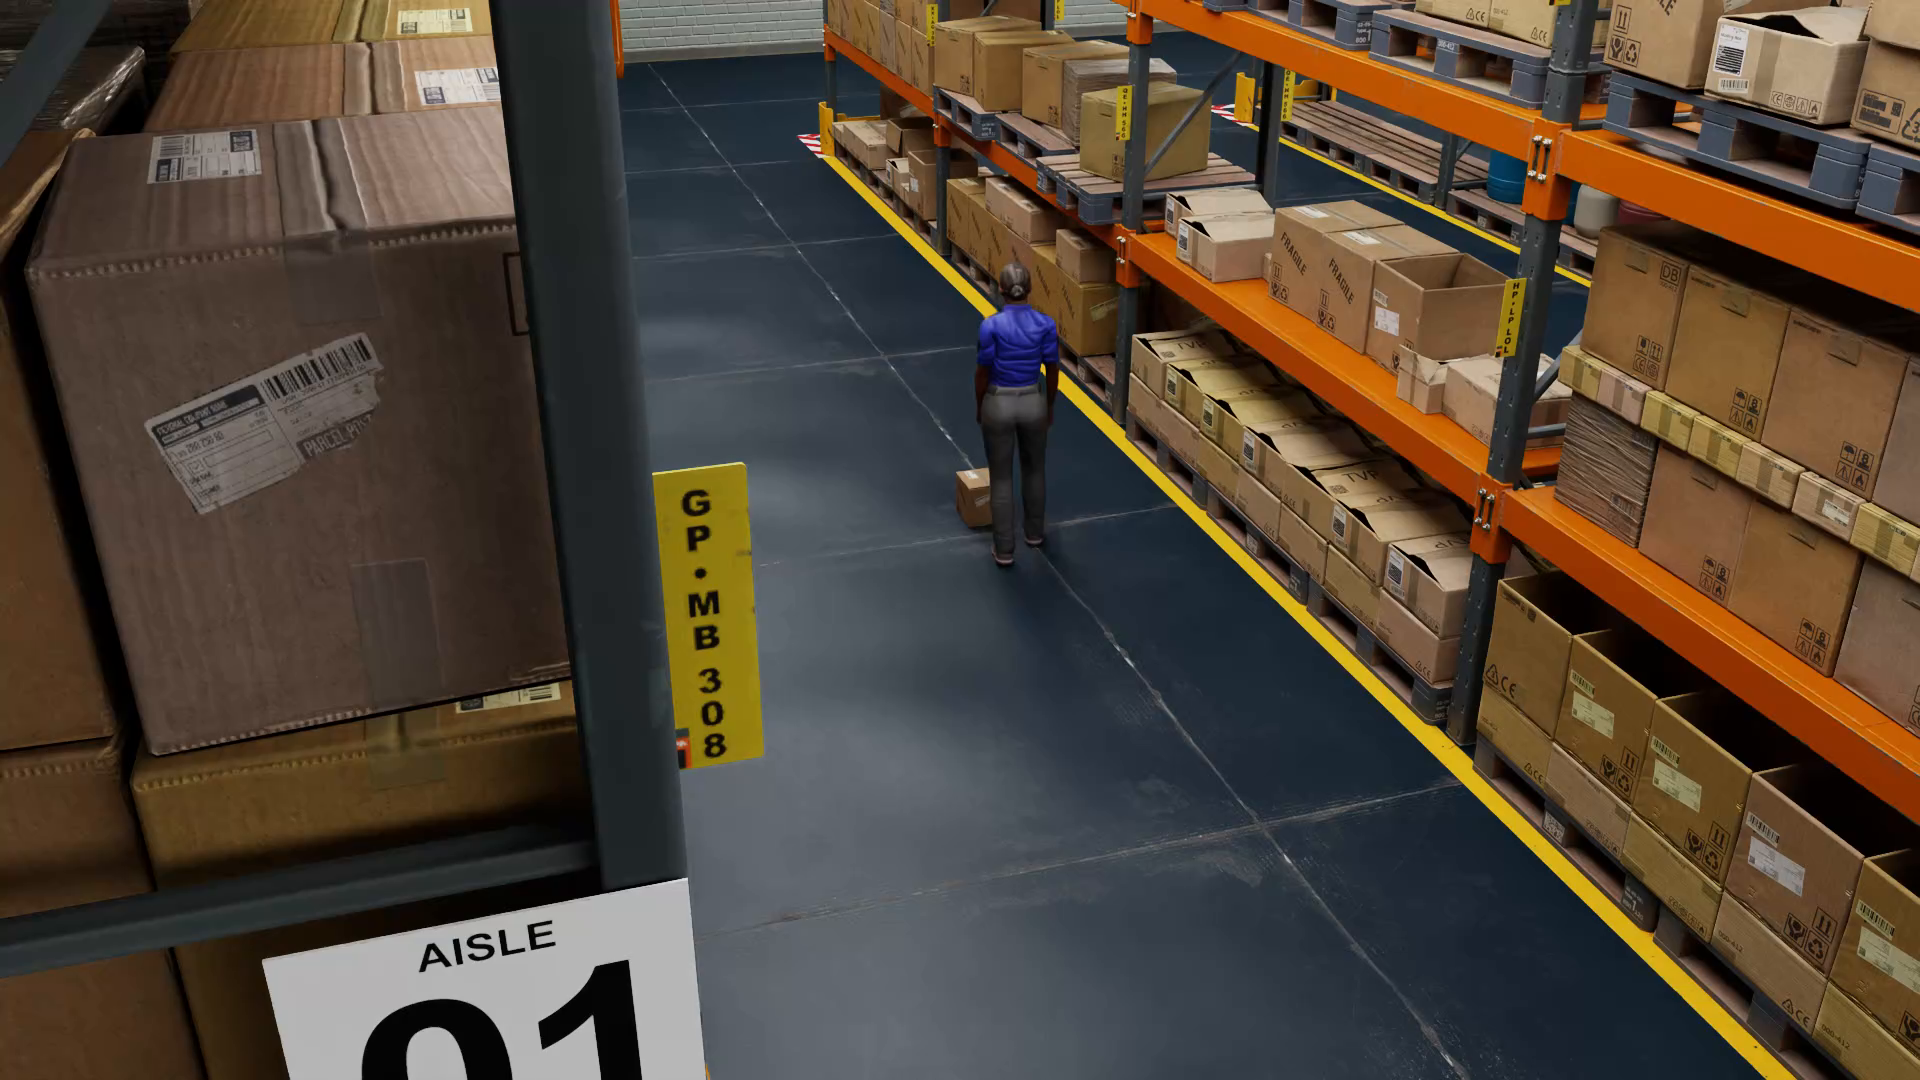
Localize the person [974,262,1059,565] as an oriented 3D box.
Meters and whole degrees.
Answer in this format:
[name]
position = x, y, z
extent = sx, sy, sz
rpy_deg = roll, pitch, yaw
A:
[person]
position = 0.296, -0.700, 9.004
extent = 0.463, 1.665, 0.517
rpy_deg = -5, 27, -10
